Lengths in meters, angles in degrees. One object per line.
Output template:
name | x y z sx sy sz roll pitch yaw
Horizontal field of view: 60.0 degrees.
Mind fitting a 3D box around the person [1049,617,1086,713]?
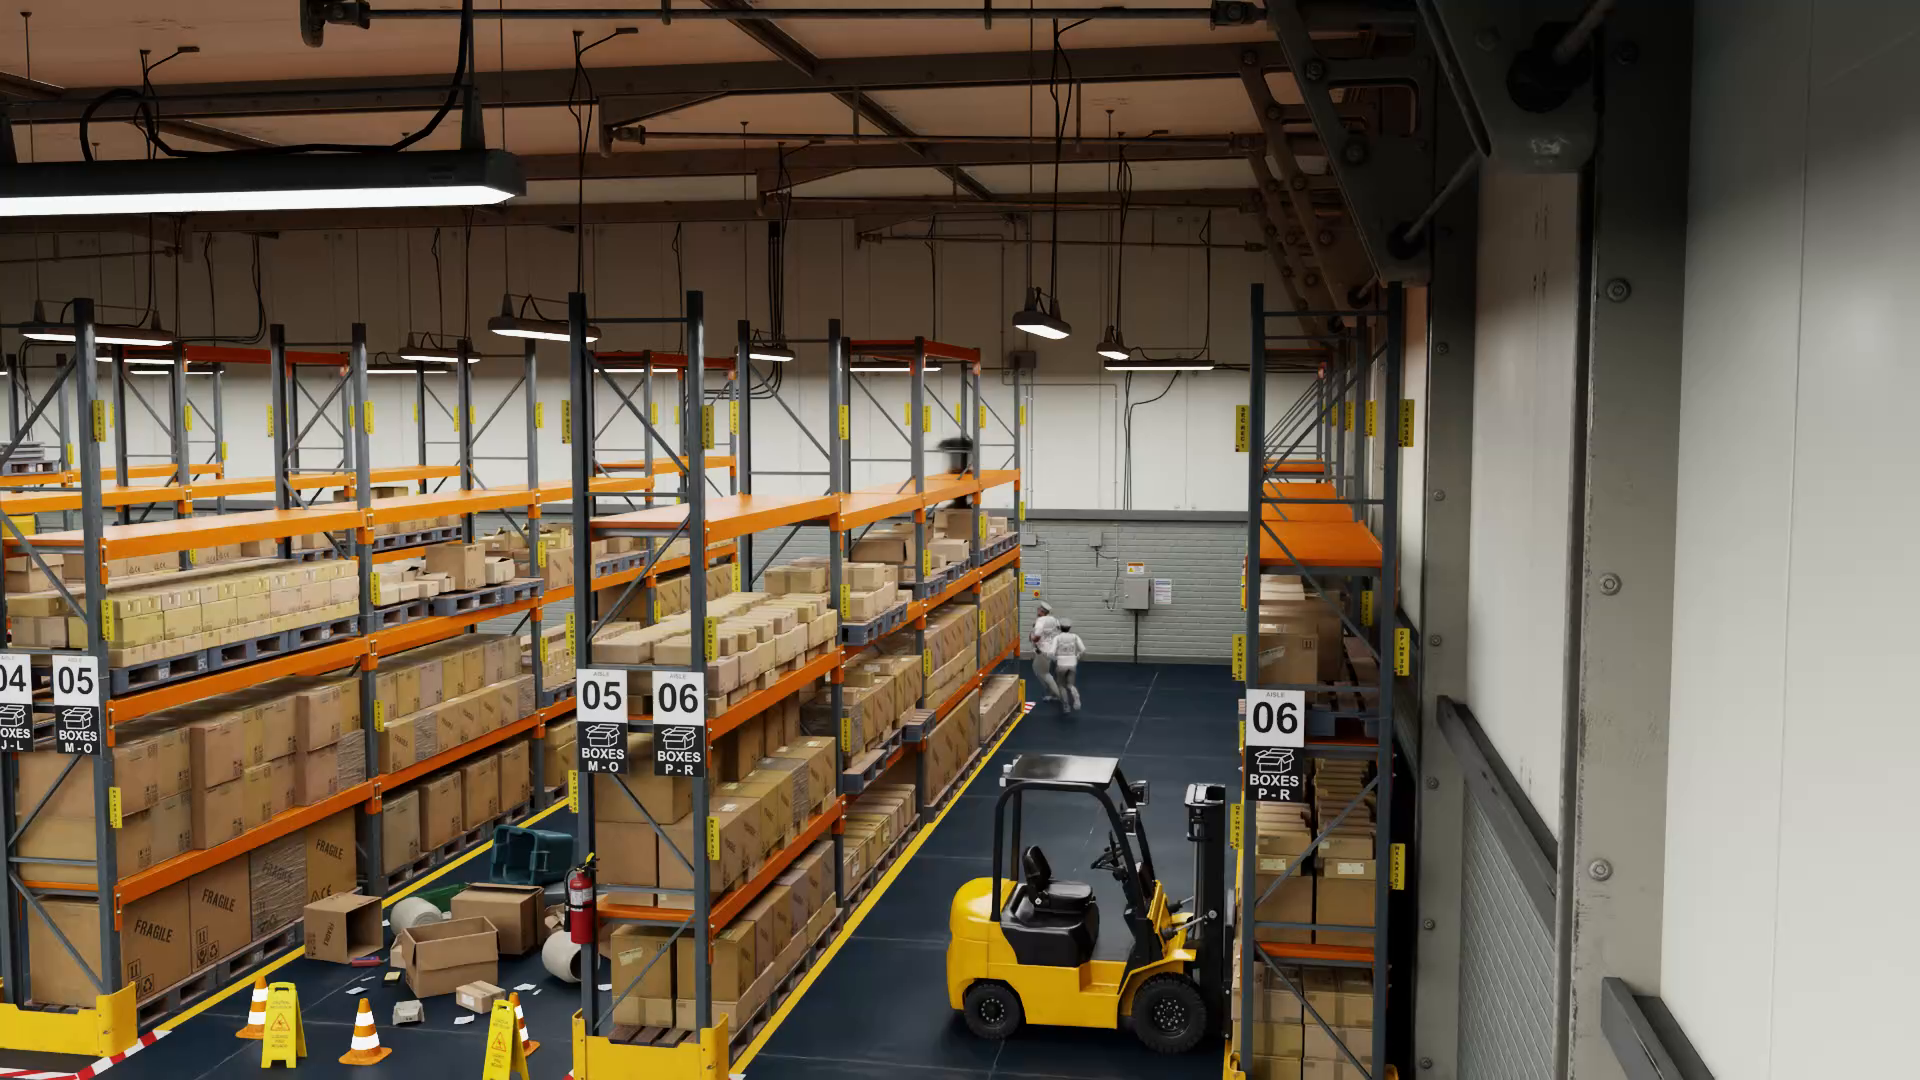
person | 1.780 2.117 27.839 0.638 1.655 0.620 -1 5 -15

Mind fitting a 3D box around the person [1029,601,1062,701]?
person | 1.475 1.956 29.042 0.640 1.791 0.660 3 5 30
